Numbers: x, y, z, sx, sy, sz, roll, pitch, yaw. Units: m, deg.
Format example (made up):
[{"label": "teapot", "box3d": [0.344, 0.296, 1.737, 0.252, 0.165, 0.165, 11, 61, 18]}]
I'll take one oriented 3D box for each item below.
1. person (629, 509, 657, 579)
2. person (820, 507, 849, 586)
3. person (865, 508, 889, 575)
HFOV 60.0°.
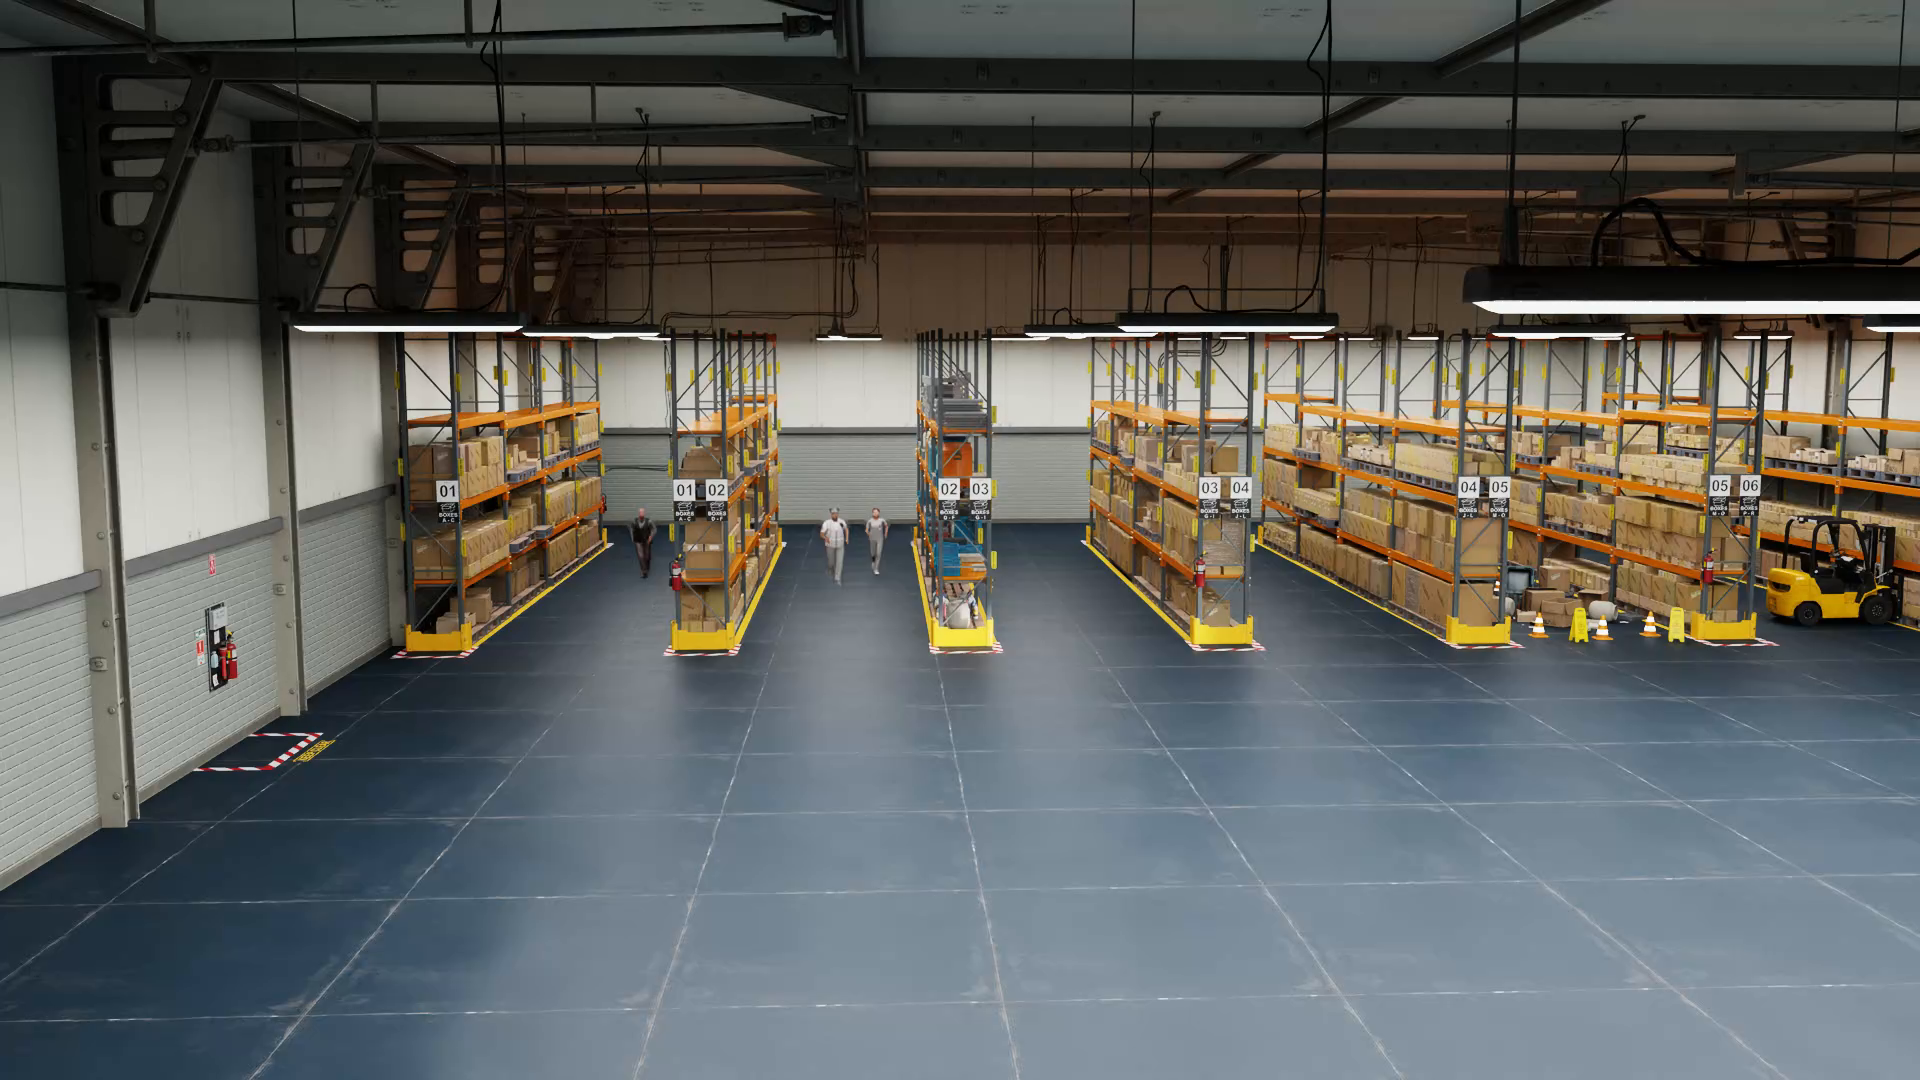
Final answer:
[{"label": "person", "box3d": [-7.820, 0.070, 40.984, 0.684, 1.705, 0.802, -1, 7, -5]}, {"label": "person", "box3d": [-2.818, 0.124, 37.683, 0.678, 1.754, 0.917, -2, 7, -13]}, {"label": "person", "box3d": [-2.079, 0.014, 41.634, 0.582, 1.640, 0.875, 0, 7, -2]}]
